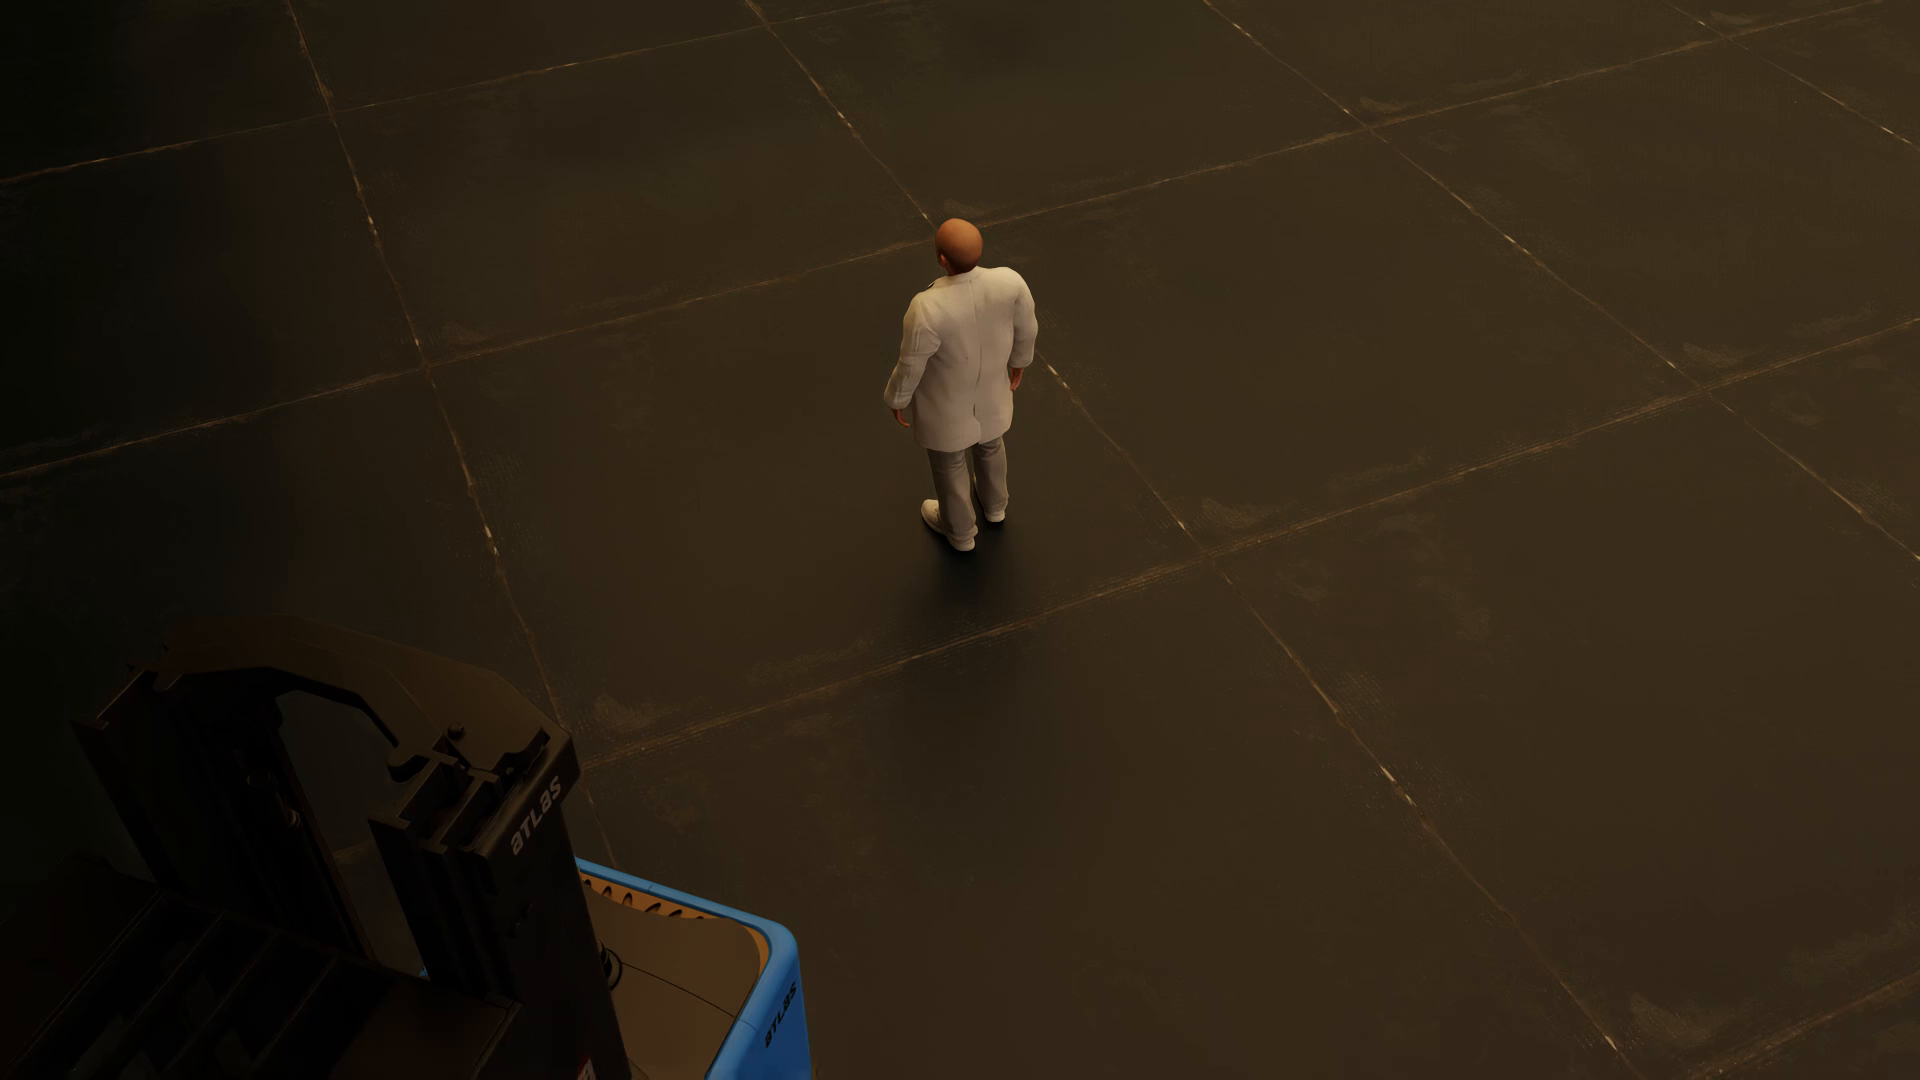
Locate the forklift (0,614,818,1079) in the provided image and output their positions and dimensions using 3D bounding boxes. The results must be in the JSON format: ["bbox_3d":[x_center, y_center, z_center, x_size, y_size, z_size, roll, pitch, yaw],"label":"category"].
[{"bbox_3d":[-1.461,1.715,3.842,1.130,2.935,3.031,14,45,15],"label":"forklift"}]

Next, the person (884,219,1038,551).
[{"bbox_3d":[-0.035,-0.713,7.279,0.696,1.778,0.578,-18,46,-18],"label":"person"}]
